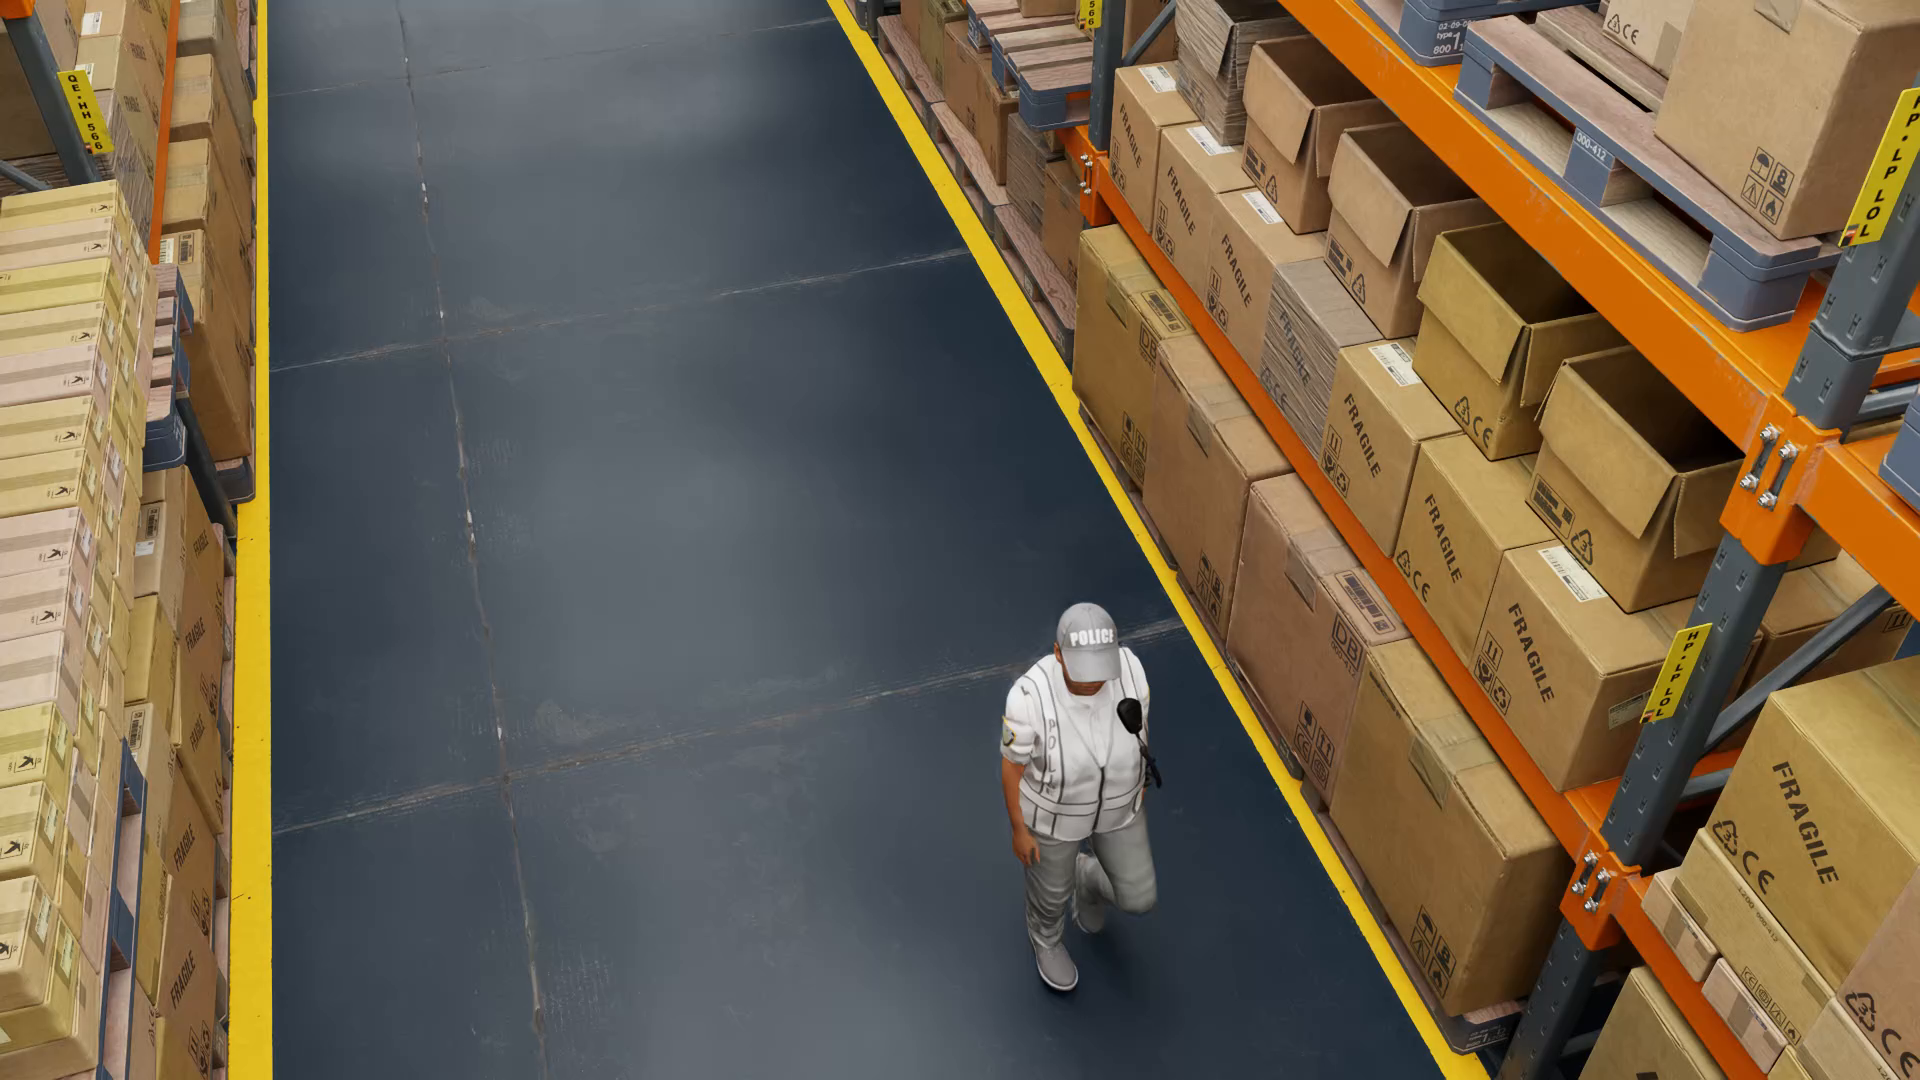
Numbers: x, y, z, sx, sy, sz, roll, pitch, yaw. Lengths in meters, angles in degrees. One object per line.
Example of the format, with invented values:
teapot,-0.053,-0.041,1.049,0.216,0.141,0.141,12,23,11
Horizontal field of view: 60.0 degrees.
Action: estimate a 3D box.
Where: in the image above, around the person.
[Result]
person,0.377,0.830,5.217,0.514,1.664,0.458,-12,44,-12
